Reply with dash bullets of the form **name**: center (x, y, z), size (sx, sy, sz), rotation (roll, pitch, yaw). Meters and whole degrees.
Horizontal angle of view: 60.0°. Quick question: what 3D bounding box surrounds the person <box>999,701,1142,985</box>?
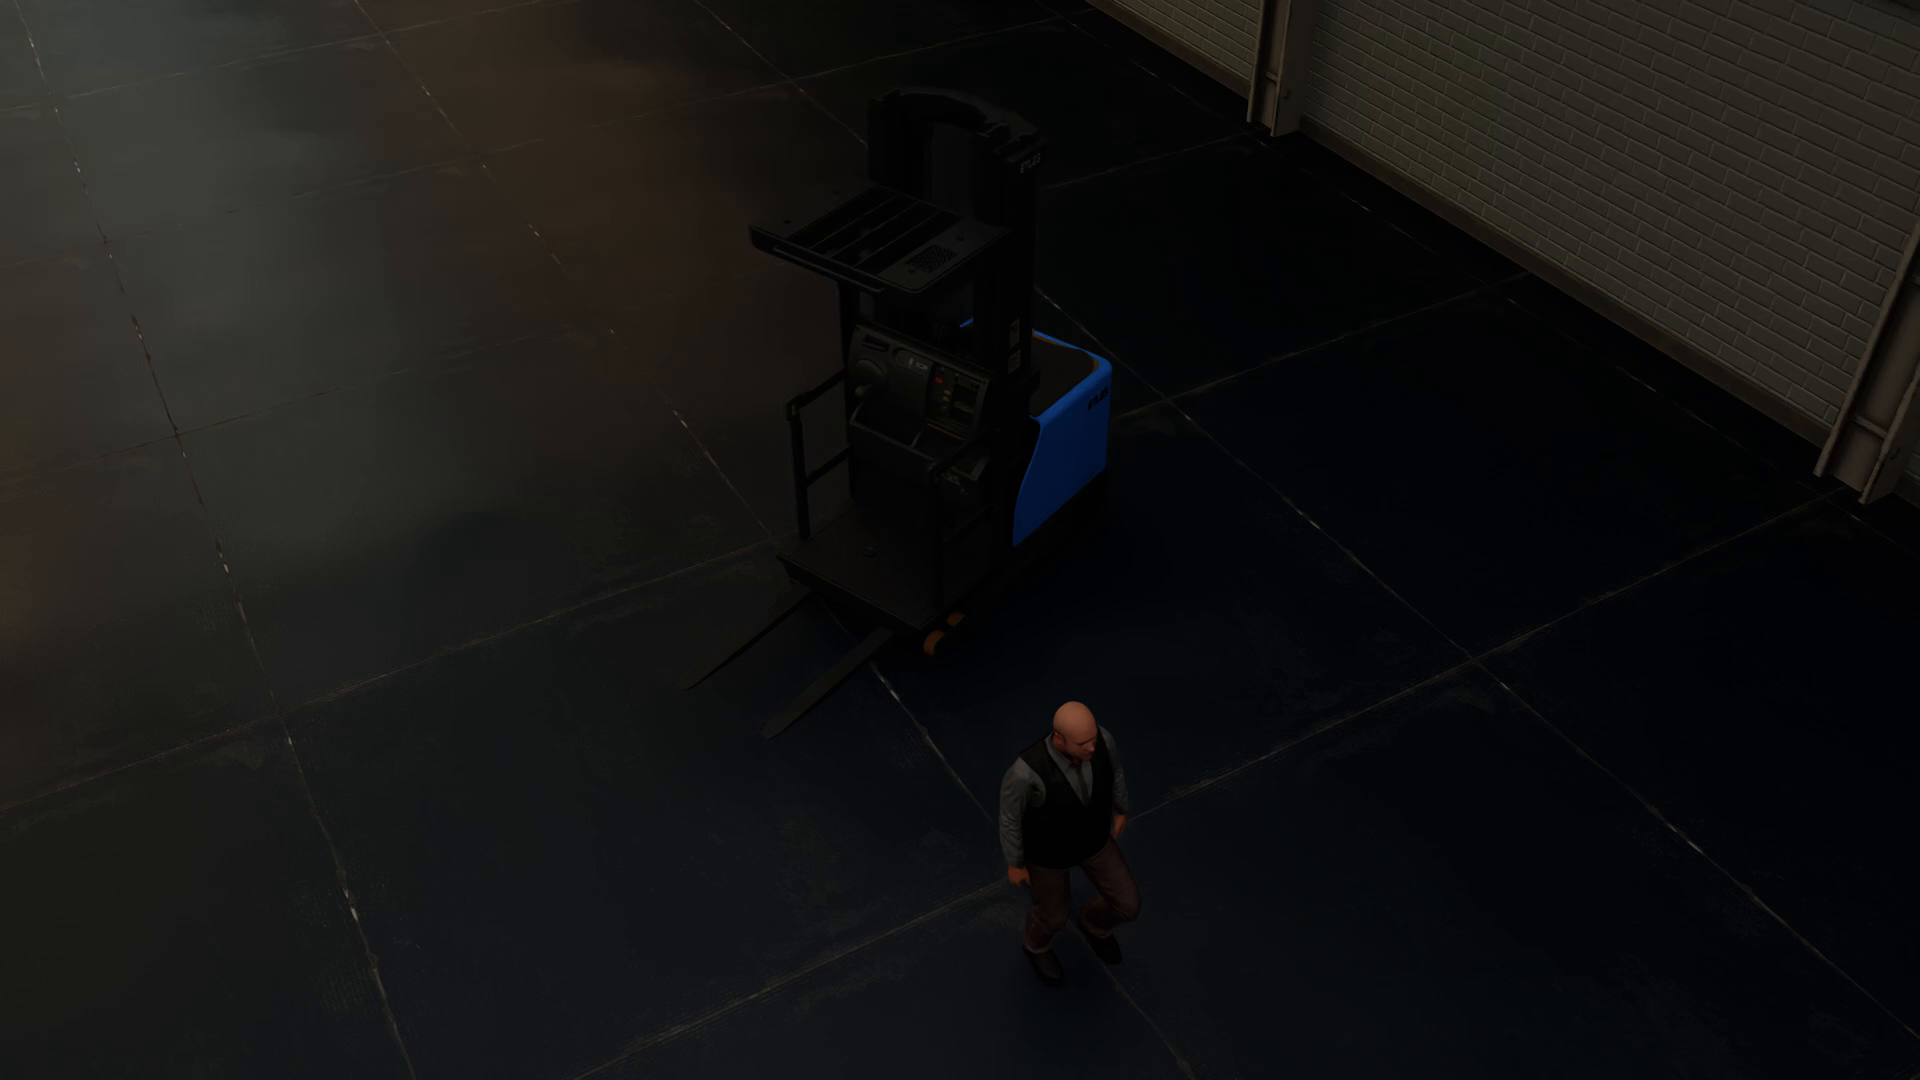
- **person**: center (0.507, 1.375, 7.358), size (0.645, 1.724, 0.494), rotation (-22, 44, -24)

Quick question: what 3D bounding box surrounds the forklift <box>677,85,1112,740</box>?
- **forklift**: center (-0.361, -0.809, 9.012), size (1.130, 2.935, 3.031), rotation (26, 46, 28)
